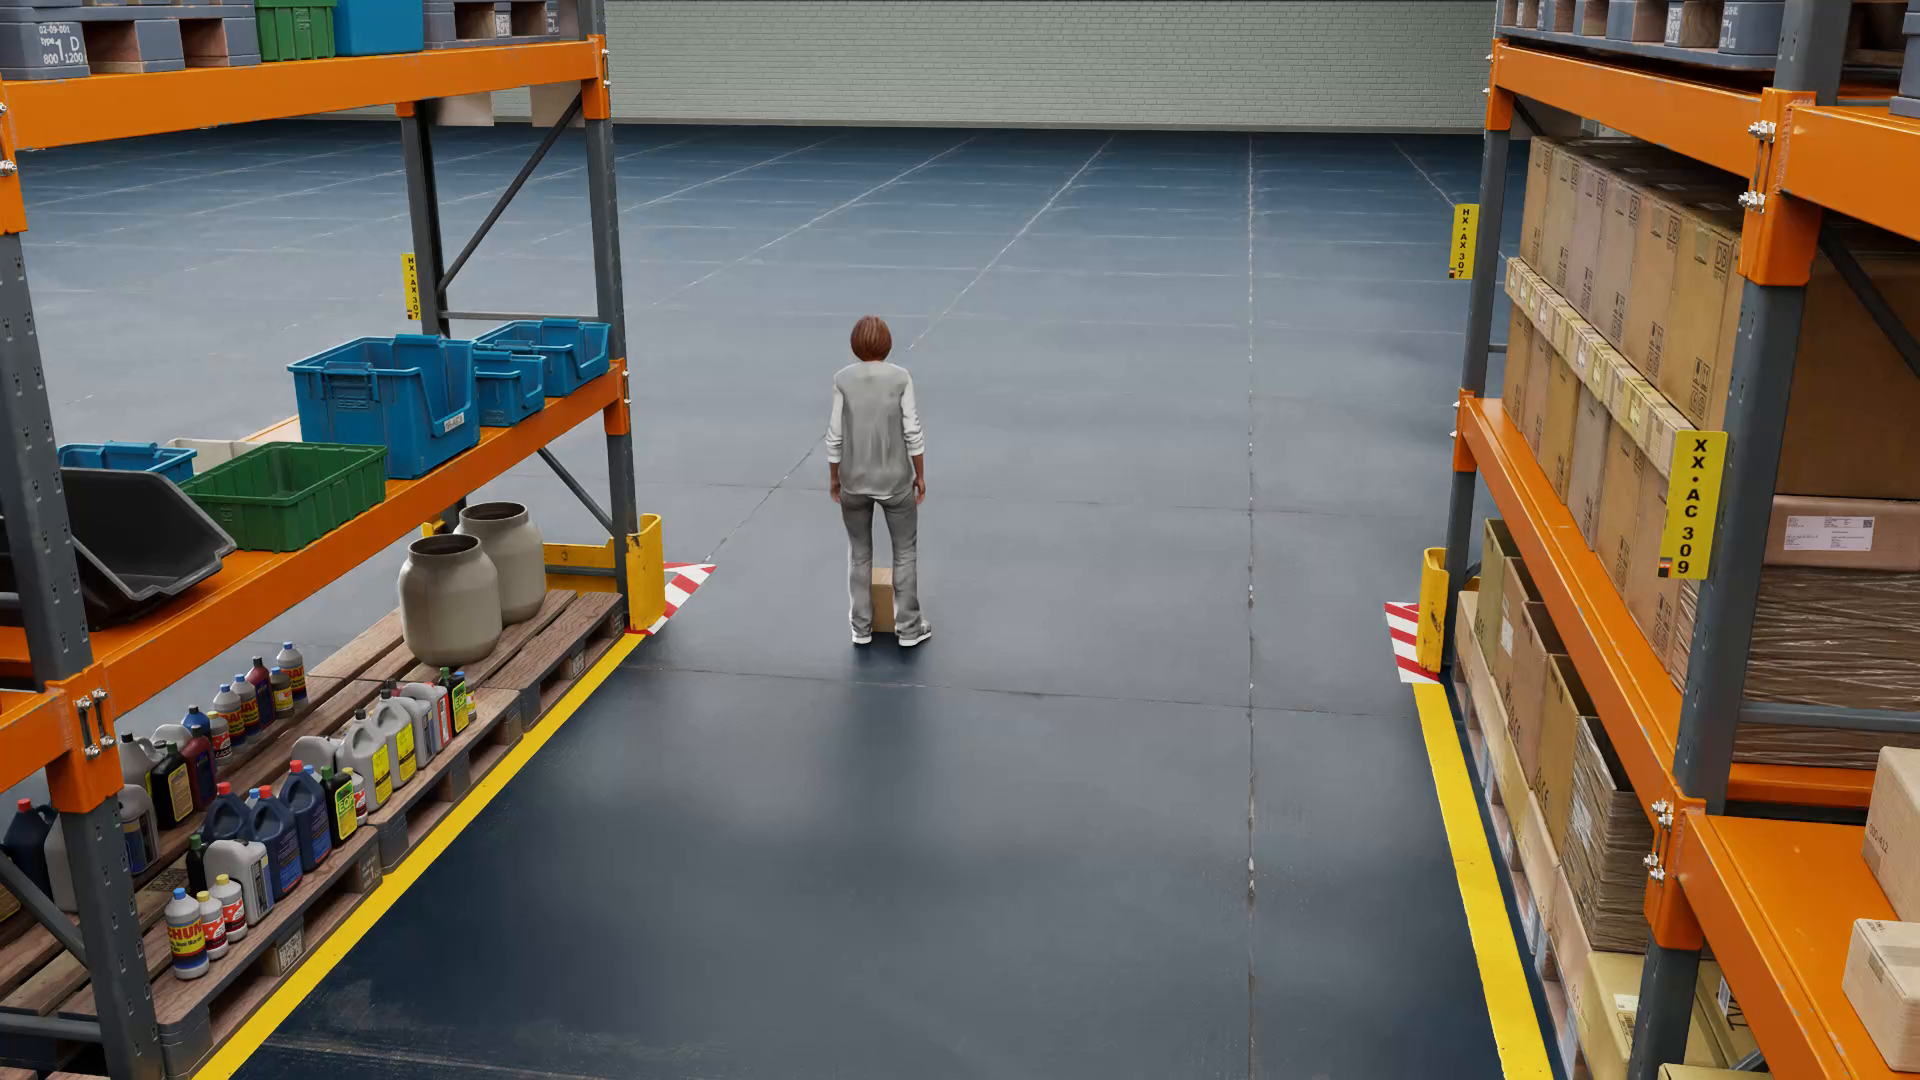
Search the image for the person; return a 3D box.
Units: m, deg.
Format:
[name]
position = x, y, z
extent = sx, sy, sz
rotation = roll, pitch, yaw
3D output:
[person]
position = -0.389, -0.265, 7.883
extent = 0.482, 1.591, 0.350
rotation = 2, 18, 5
